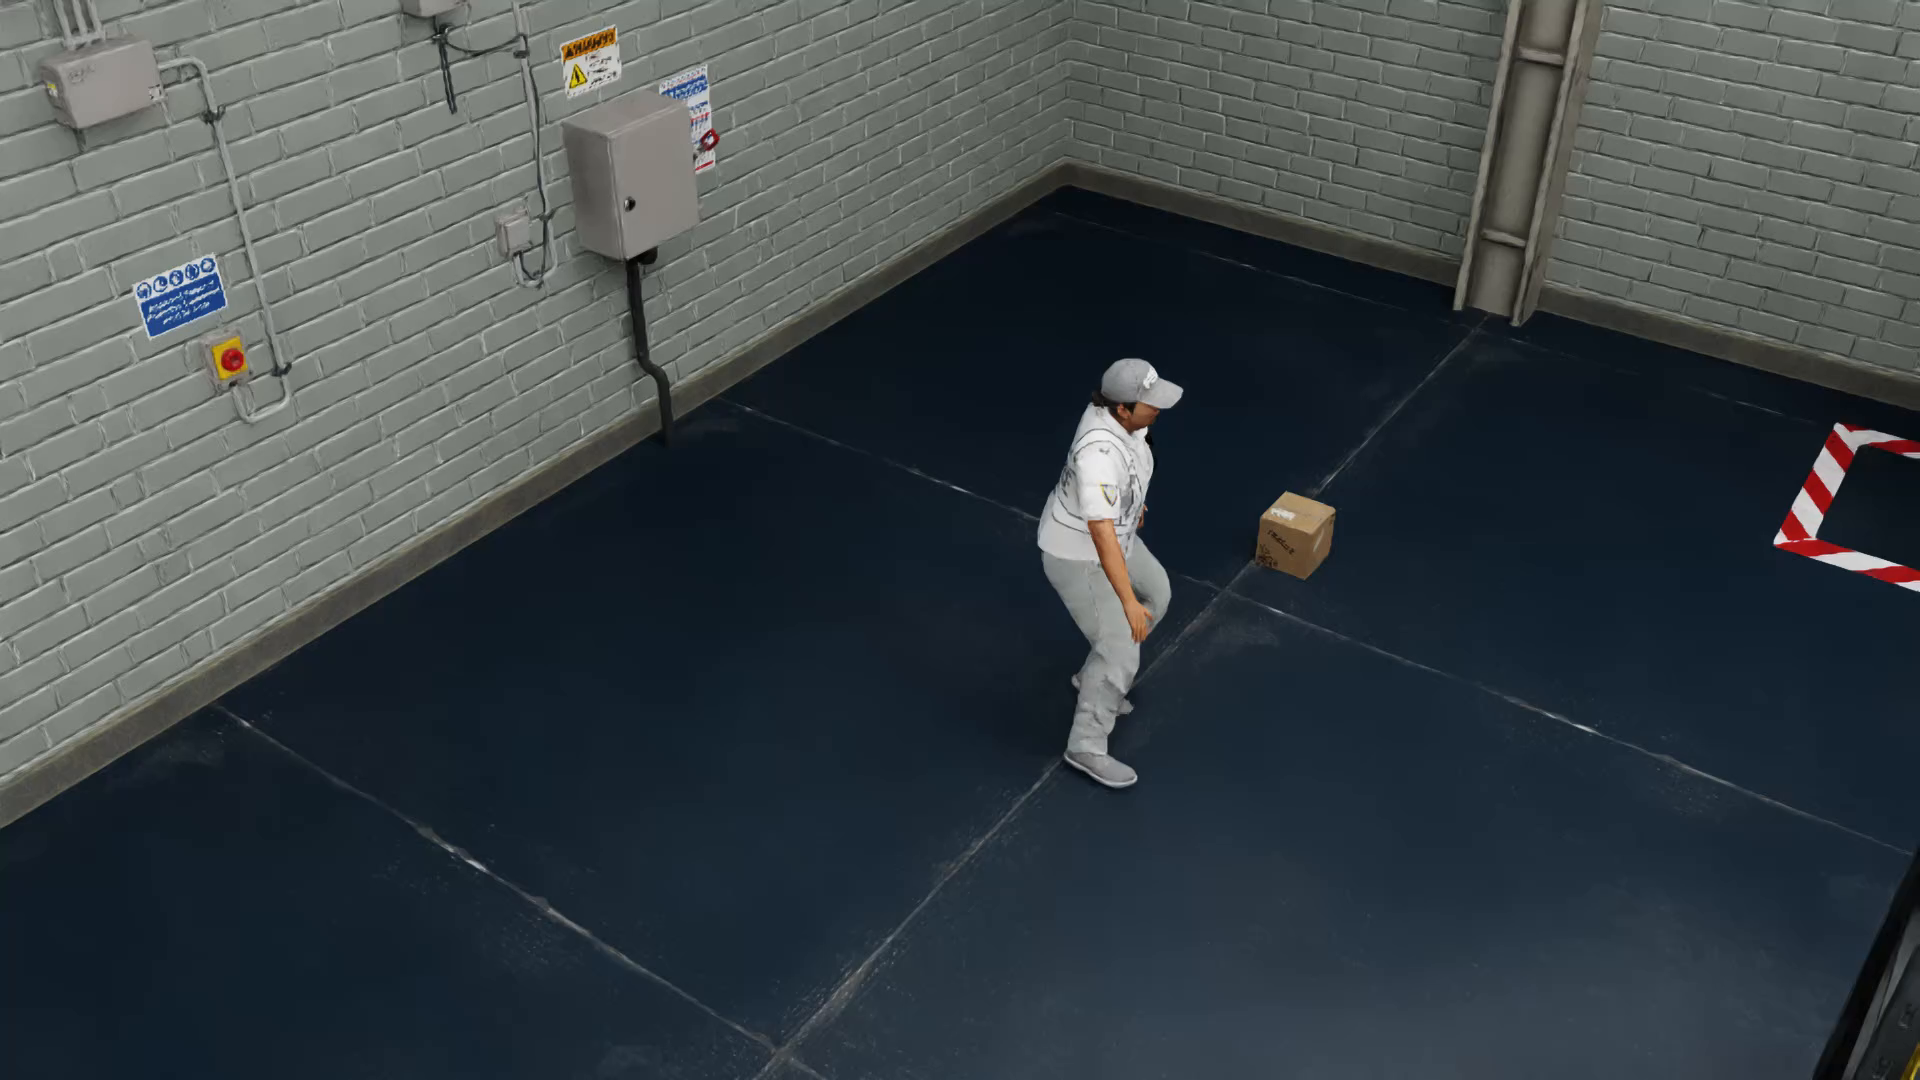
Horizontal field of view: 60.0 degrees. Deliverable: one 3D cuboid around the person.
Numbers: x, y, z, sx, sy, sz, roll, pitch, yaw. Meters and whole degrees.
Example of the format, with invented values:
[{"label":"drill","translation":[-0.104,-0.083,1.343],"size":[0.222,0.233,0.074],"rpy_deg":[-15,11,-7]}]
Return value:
[{"label":"person","translation":[0.538,0.077,6.154],"size":[0.523,1.618,0.864],"rpy_deg":[4,35,6]}]
